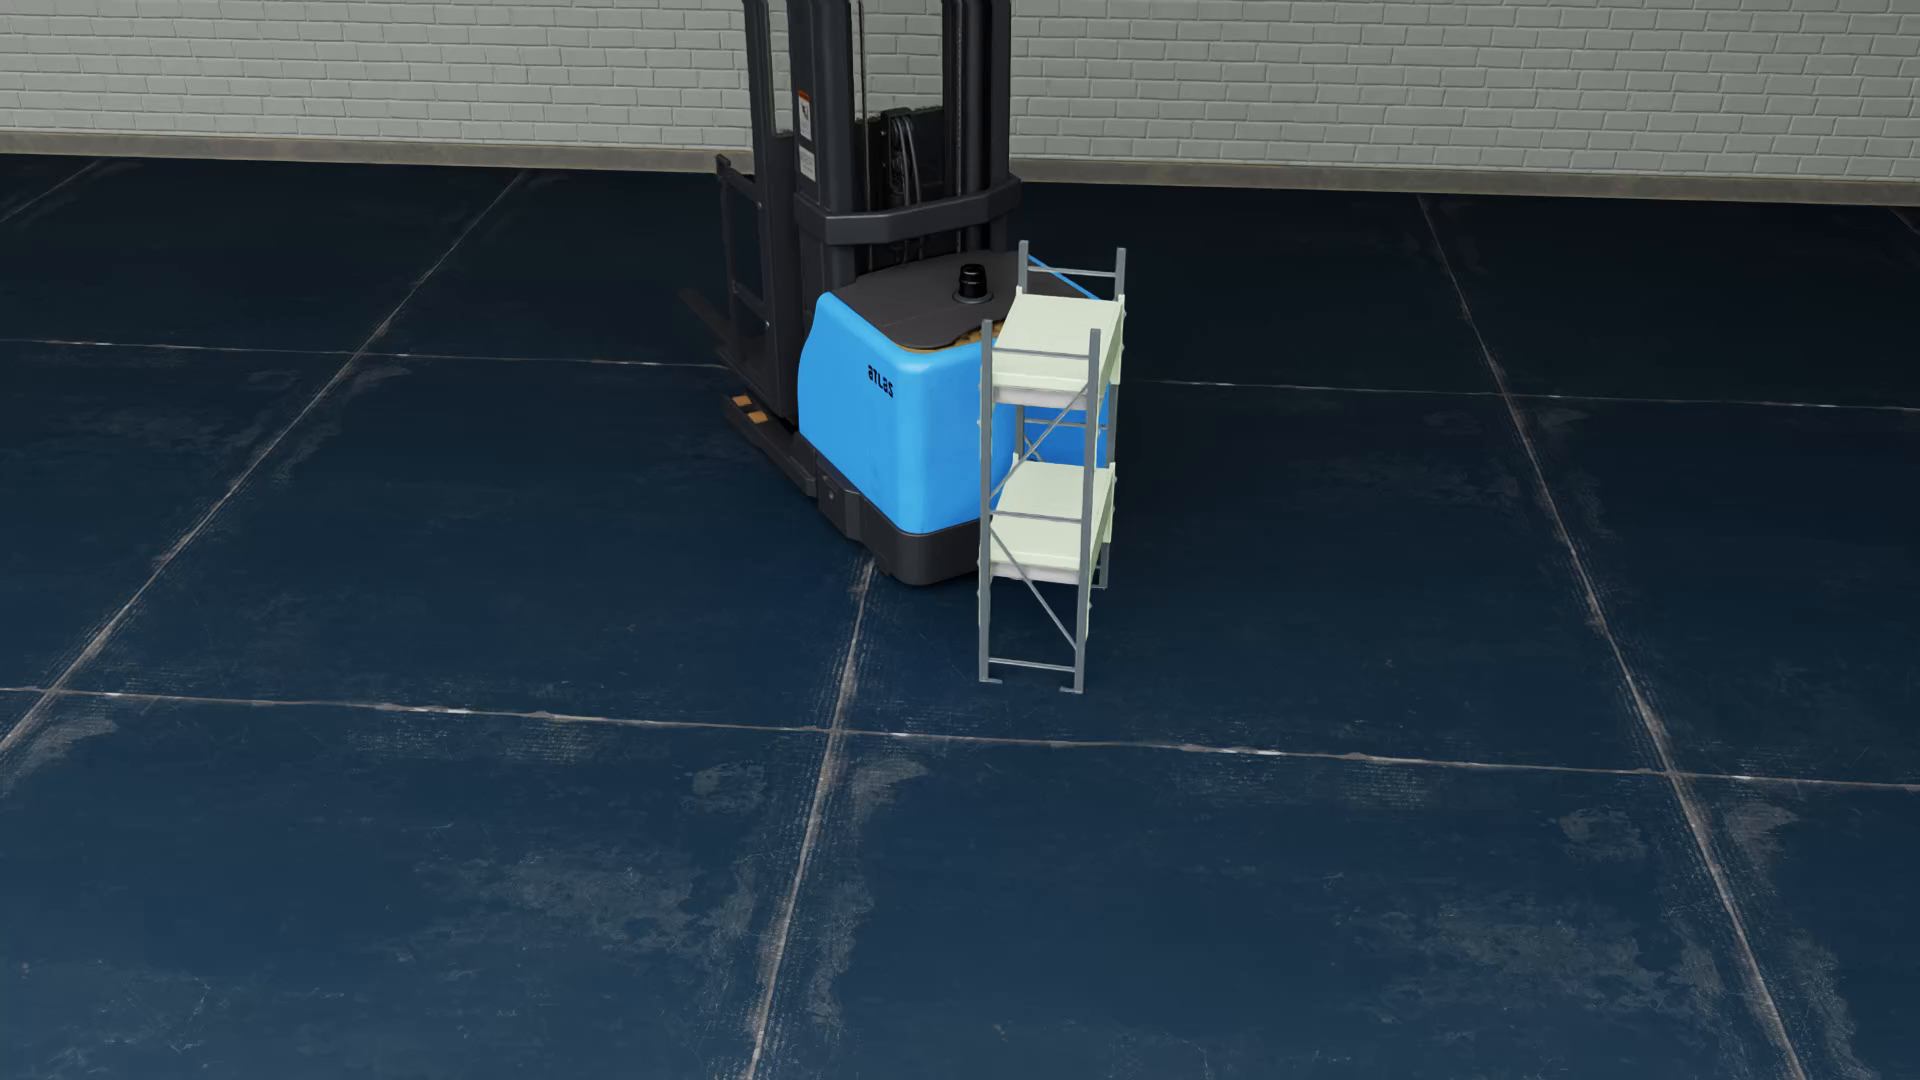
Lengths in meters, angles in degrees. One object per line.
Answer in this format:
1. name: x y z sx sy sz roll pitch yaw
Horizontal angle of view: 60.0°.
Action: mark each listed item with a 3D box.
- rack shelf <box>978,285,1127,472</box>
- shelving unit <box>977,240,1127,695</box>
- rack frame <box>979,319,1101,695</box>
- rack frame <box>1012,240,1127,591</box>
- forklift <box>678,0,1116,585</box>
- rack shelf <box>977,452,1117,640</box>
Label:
1. rack shelf: 0.344 -0.599 6.049 0.431 0.370 0.720 6 32 10
2. shelving unit: 0.344 -0.267 6.254 0.431 1.500 0.755 6 32 10
3. rack frame: 0.270 -0.079 5.948 0.400 1.500 0.023 6 32 10
4. rack frame: 0.417 -0.455 6.559 0.400 1.500 0.023 6 32 10
5. forklift: -0.497 -1.806 7.387 1.130 2.935 3.031 -17 35 -25
6. rack shelf: 0.344 0.011 6.425 0.431 0.370 0.720 6 32 10
